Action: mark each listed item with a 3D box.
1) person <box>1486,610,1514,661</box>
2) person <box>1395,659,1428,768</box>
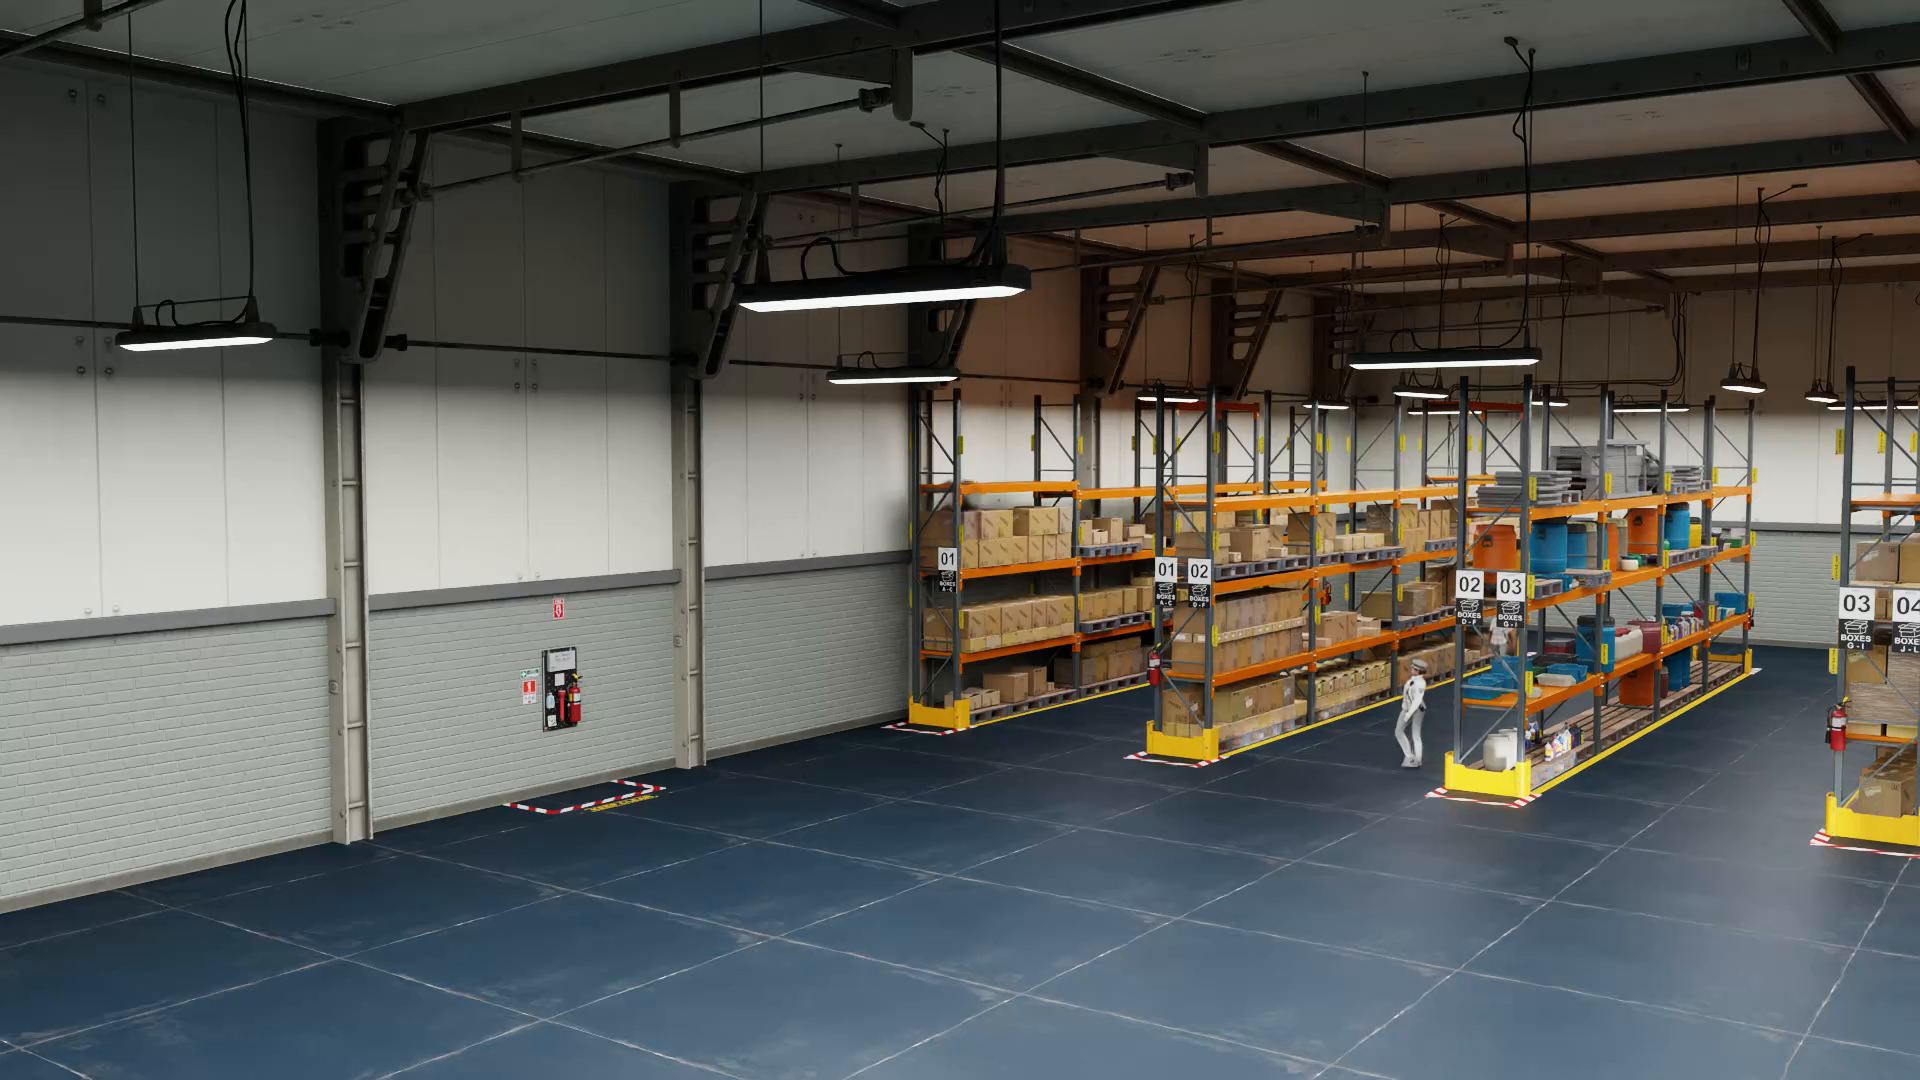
[{"bbox_3d":[11.357,2.187,34.929,0.526,1.648,0.928,2,4,36],"label":"person"},{"bbox_3d":[6.990,2.710,25.824,0.538,1.733,0.542,-2,4,-32],"label":"person"}]
